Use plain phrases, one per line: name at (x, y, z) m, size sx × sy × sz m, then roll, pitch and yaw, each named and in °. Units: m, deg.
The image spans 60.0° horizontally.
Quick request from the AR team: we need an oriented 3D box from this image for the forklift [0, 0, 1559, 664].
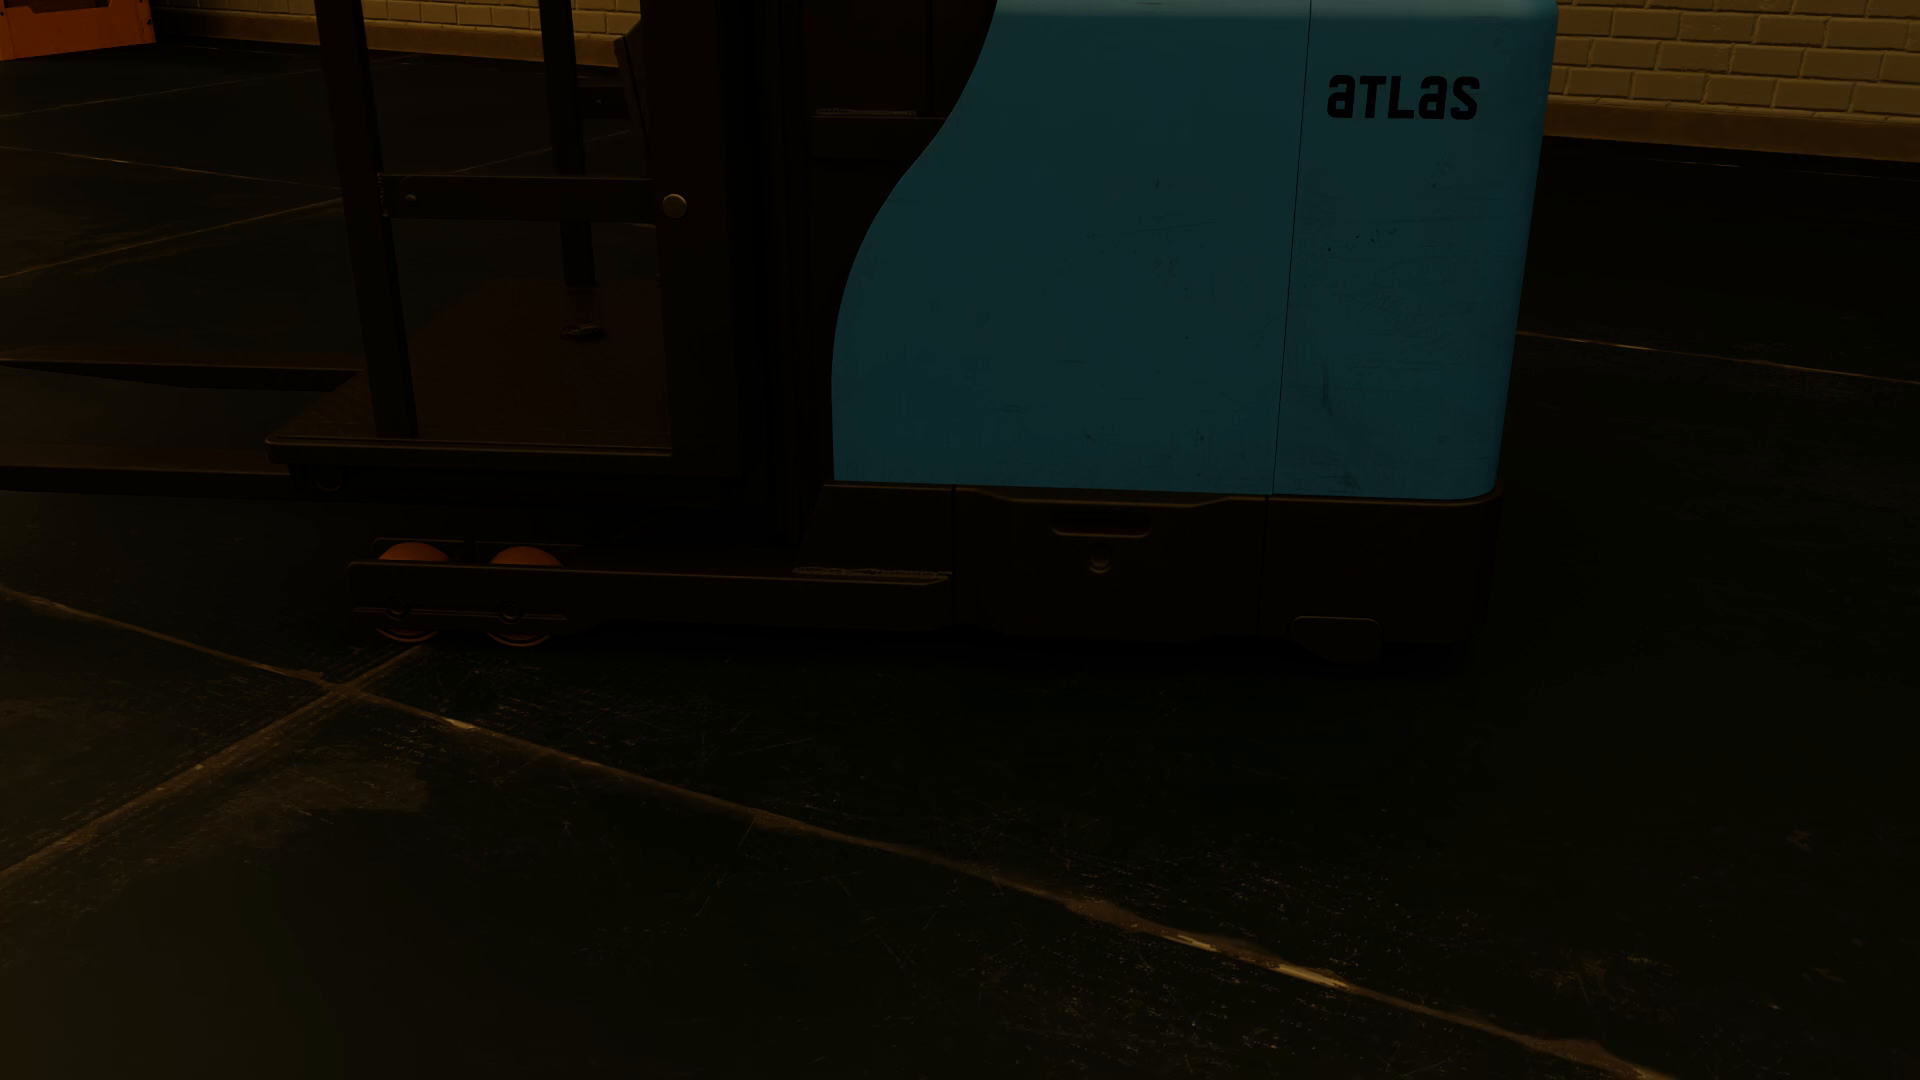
forklift at (-0.606, -1.371, 2.708) m, size 3.031 × 2.935 × 1.130 m, roll 2°, pitch 23°, yaw 5°
